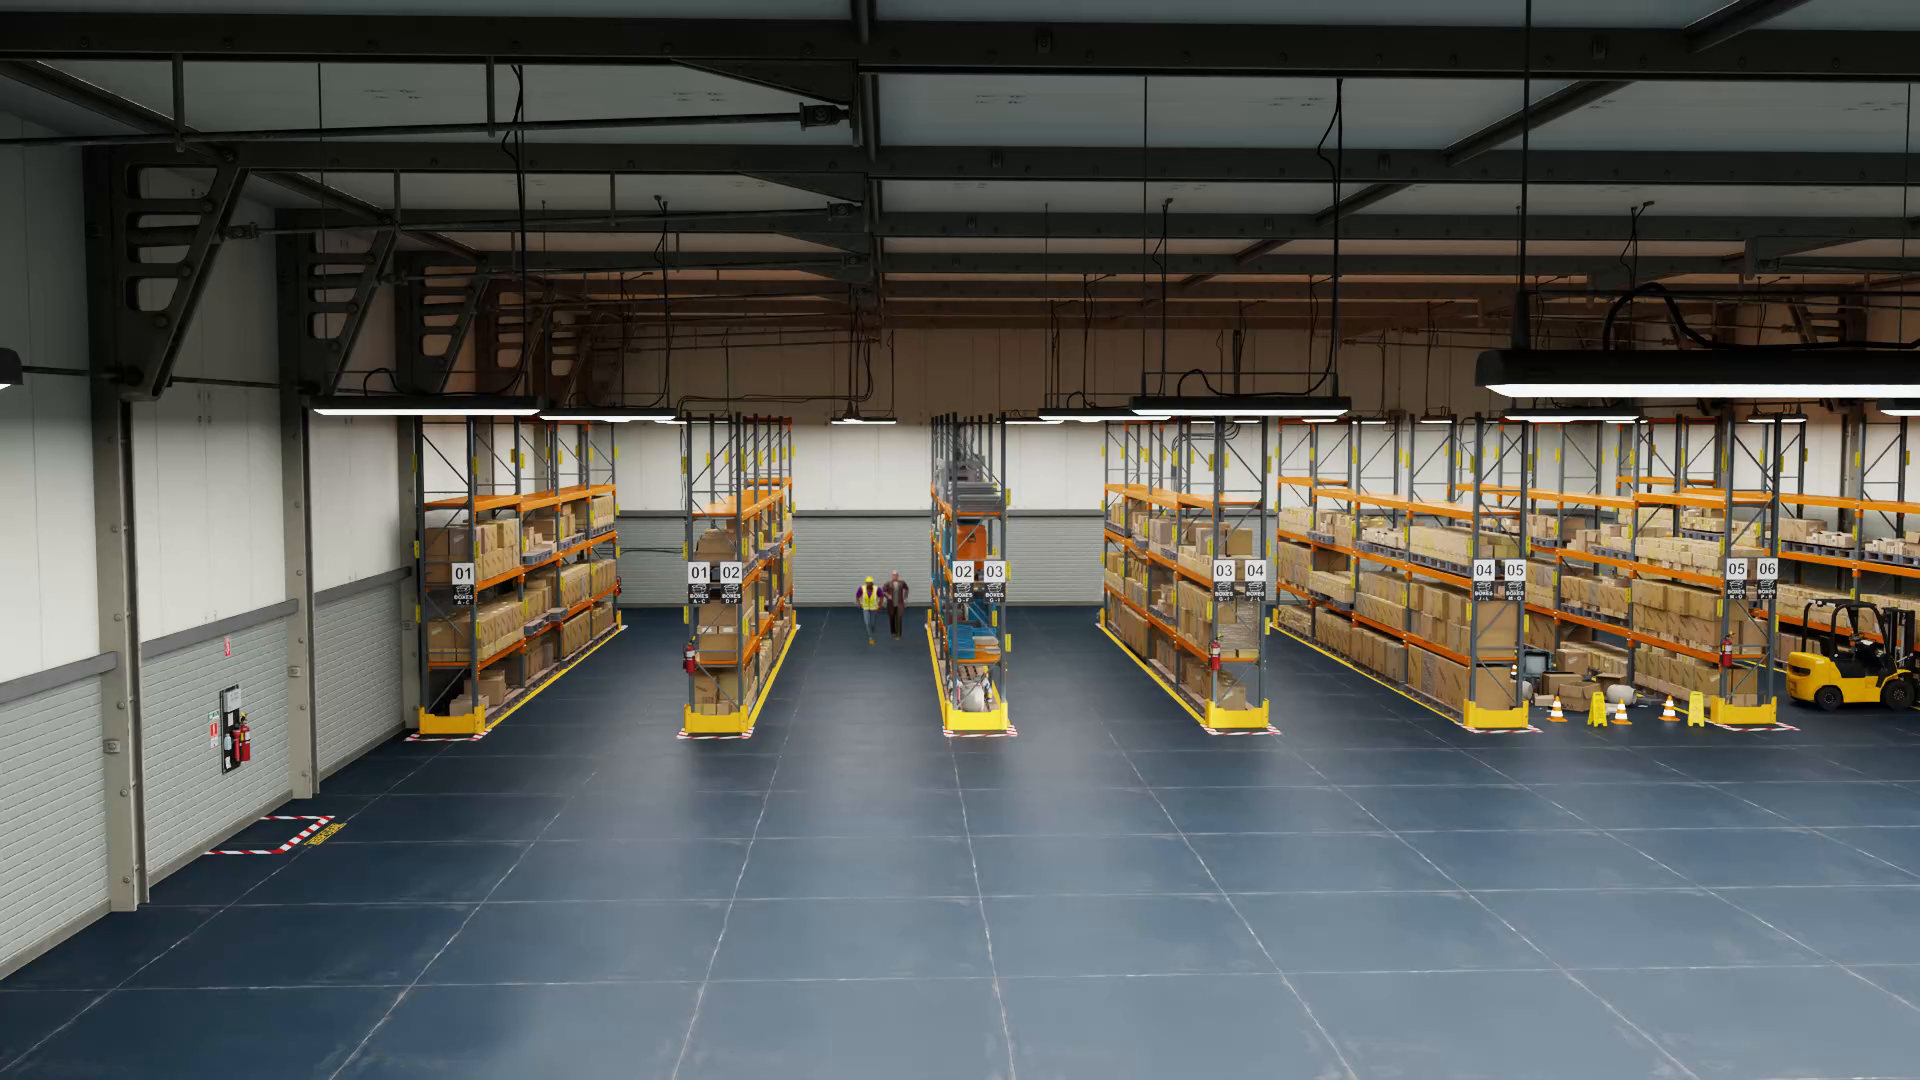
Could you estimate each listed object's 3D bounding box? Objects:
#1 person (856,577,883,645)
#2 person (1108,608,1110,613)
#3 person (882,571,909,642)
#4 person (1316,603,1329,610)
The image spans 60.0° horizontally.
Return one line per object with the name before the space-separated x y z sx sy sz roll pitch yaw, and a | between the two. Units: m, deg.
person | -2.277 1.750 41.852 0.688 1.705 0.857 0 4 1
person | 4.577 1.637 48.700 0.760 1.647 0.614 0 4 0
person | -1.639 1.689 42.295 0.723 1.814 0.994 0 4 -7
person | 10.698 1.571 49.193 0.565 1.628 0.564 -1 4 -13
